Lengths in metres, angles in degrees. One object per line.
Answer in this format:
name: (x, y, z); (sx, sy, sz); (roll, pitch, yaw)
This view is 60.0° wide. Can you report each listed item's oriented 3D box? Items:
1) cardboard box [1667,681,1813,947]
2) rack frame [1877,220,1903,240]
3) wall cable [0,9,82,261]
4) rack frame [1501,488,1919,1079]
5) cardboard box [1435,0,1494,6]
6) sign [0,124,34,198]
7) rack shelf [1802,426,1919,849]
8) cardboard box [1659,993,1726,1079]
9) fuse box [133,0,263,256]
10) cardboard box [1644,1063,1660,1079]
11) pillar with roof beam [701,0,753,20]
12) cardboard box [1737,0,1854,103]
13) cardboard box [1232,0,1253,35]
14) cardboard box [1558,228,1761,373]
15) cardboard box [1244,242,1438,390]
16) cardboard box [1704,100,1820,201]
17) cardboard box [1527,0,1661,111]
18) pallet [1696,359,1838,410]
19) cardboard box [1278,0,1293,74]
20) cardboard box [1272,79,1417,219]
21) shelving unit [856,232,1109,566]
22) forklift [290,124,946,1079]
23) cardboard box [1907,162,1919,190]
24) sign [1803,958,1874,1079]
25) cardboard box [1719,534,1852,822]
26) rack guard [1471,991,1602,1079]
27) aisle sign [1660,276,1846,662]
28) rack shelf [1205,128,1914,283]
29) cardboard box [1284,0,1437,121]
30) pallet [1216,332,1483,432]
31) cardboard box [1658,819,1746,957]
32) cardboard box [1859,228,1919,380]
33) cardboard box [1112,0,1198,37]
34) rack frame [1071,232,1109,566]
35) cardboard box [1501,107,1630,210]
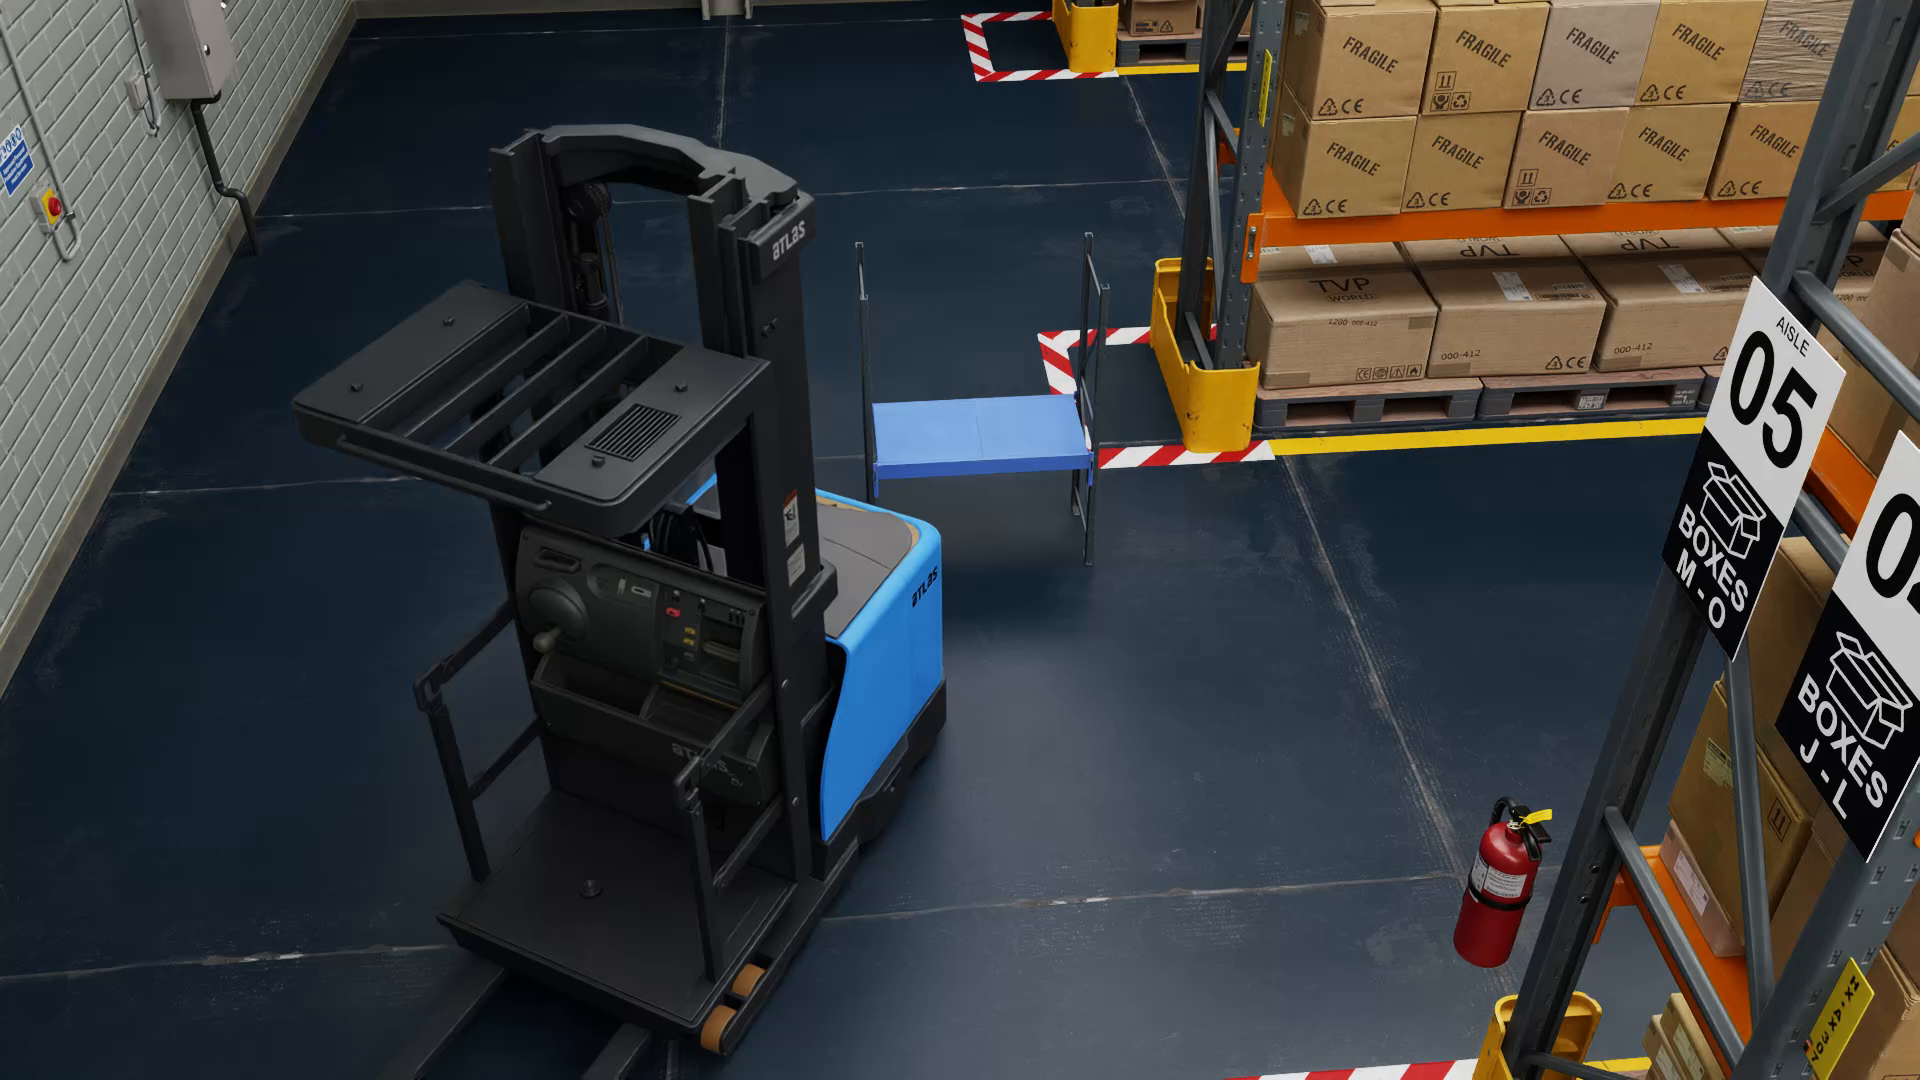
cardboard box: (2.287, 0.713, 4.426); (0.500, 0.500, 0.500); (-2, 38, -3)
rack frame: (5.307, -2.215, 8.458); (0.127, 3.000, 1.000); (-3, 38, -4)
wall cable: (-4.292, -2.083, 7.445); (0.123, 1.953, 0.585); (-3, 38, -4)
rack frame: (1.862, 1.053, 4.316); (0.127, 3.000, 1.000); (-3, 38, -4)
cardboard box: (2.225, -2.533, 7.449); (0.250, 0.149, 0.380); (-2, 38, -3)
sign: (-4.348, -1.745, 7.644); (0.001, 0.218, 0.327); (-3, 38, -4)
rack shelf: (3.854, 0.048, 3.749); (4.000, 0.370, 1.077); (-3, 38, -4)
cardboard box: (2.367, 1.588, 5.120); (0.250, 0.149, 0.380); (-3, 38, -3)
fuse box: (-4.333, -2.470, 9.821); (0.414, 1.711, 0.539); (-3, 38, -4)
cardboard box: (2.368, 1.850, 5.269); (0.250, 0.149, 0.380); (-3, 38, -3)
pillar with roof beam: (-1.505, -5.165, 7.354); (0.400, 9.000, 9.100); (-3, 38, -4)
cardboard box: (3.849, -2.394, 7.797); (0.500, 0.500, 0.500); (-3, 38, -3)
cardboard box: (2.352, -4.240, 12.703); (0.500, 0.500, 0.700); (-2, 38, -2)
cardboard box: (3.780, -1.357, 9.099); (0.875, 0.438, 0.875); (-4, 38, -5)
cardboard box: (1.971, -1.253, 8.968); (0.875, 0.438, 0.875); (-4, 38, -6)
cardboard box: (3.856, -2.003, 8.108); (0.500, 0.500, 0.500); (-4, 38, -5)
cardboard box: (2.852, -2.344, 7.733); (0.500, 0.500, 0.500); (-3, 38, -4)
pallet: (4.543, -1.127, 9.330); (1.213, 0.211, 1.003); (-3, 38, -4)
cardboard box: (1.782, -2.601, 8.059); (0.500, 0.500, 0.500); (-2, 38, -2)
cardboard box: (1.826, -1.884, 7.958); (0.500, 0.500, 0.500); (-3, 38, -4)
shelving unit: (0.085, -0.593, 7.613); (1.048, 1.500, 0.538); (-3, 38, -4)
forklift: (-1.154, 0.325, 5.294); (1.130, 2.935, 3.031); (17, 41, 20)
cardboard box: (4.868, -2.071, 8.195); (0.500, 0.500, 0.500); (-3, 38, -4)
sign: (1.910, 1.048, 3.624); (0.005, 0.325, 0.100); (-3, 38, -4)
cardboard box: (2.296, 0.326, 4.110); (0.500, 0.500, 0.500); (-4, 38, -5)
rack guard: (1.938, 2.030, 5.096); (0.348, 0.500, 1.175); (-3, 38, -4)
aisle sign: (1.763, -0.149, 3.740); (0.004, 0.787, 0.394); (-3, 38, -4)
rack shelf: (3.315, -1.823, 8.542); (4.000, 0.370, 1.077); (-3, 38, -4)
cardboard box: (1.826, -2.278, 7.650); (0.500, 0.500, 0.500); (-4, 38, -5)
pallet: (2.112, -0.993, 9.160); (1.213, 0.211, 1.003); (-3, 38, -4)
cardboard box: (2.162, 0.959, 4.638); (0.250, 0.149, 0.380); (-3, 38, -4)
cardboard box: (2.298, -0.444, 3.510); (0.500, 0.250, 0.500); (-4, 38, -5)
cardboard box: (1.497, -4.218, 12.673); (0.637, 0.503, 0.797); (-5, 39, -6)
rack frame: (0.591, -0.621, 7.649); (0.032, 1.500, 0.500); (-3, 38, -4)
cardboard box: (2.836, -1.946, 8.036); (0.500, 0.500, 0.500); (-3, 38, -4)
